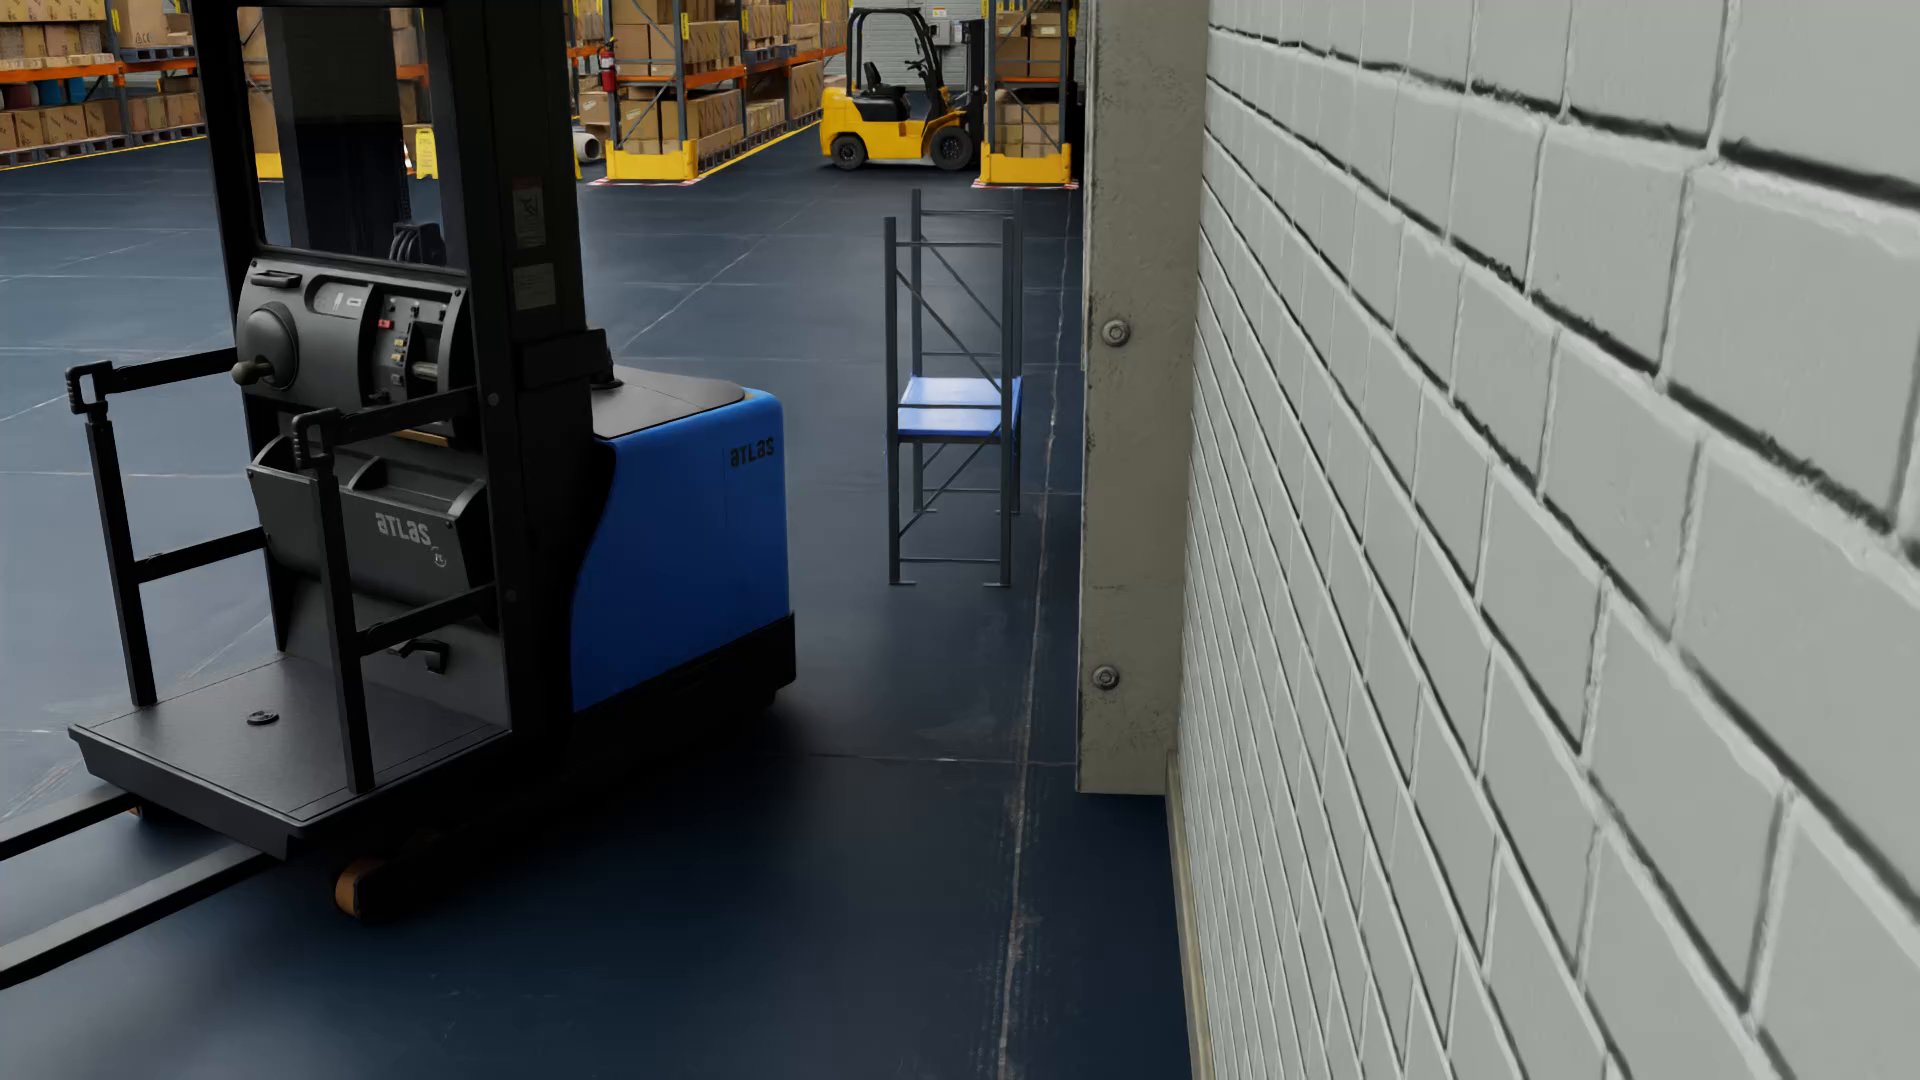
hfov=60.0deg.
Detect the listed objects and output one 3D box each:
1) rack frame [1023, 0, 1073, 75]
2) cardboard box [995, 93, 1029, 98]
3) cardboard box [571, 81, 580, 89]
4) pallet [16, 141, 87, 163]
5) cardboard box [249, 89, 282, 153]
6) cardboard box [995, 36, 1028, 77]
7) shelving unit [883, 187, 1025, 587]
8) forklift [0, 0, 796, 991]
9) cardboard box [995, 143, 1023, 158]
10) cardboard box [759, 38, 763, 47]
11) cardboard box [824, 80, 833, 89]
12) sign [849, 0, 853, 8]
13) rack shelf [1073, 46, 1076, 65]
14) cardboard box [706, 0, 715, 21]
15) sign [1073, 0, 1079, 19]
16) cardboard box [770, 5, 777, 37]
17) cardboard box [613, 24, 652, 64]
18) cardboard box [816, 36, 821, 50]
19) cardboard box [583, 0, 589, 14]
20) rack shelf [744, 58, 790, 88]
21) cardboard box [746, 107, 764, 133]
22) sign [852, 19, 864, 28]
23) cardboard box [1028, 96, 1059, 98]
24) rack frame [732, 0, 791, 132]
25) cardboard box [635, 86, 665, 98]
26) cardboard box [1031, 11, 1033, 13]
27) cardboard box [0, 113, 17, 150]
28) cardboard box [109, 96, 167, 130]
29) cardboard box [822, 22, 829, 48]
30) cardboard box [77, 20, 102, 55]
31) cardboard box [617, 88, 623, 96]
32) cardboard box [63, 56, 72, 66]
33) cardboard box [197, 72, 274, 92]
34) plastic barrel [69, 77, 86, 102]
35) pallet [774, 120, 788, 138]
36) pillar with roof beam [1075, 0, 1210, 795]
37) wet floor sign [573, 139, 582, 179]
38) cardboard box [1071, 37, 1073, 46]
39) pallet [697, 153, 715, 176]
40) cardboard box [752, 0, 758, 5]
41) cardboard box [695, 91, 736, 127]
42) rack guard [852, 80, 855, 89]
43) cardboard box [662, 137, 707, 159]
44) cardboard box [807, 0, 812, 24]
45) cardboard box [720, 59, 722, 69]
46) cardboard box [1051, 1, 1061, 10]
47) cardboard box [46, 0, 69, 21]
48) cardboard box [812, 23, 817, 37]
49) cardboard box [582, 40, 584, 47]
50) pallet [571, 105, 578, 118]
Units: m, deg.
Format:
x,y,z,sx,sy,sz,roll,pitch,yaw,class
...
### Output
x,y,z,sx,sy,sz,roll,pitch,yaw,class
1.722,-9.835,32.622,1.000,3.000,0.127,1,18,4,rack frame
0.730,-6.262,23.853,0.500,0.250,0.500,2,18,6,cardboard box
-7.942,-9.254,33.796,0.380,0.149,0.250,2,18,6,cardboard box
-13.784,-5.767,24.685,1.003,0.211,1.213,1,18,4,pallet
-9.051,-5.699,22.737,0.875,0.875,0.875,1,18,4,cardboard box
0.636,-6.315,21.717,0.500,0.500,0.500,1,18,3,cardboard box
-0.006,-0.686,7.109,0.538,1.500,1.048,1,18,4,shelving unit
-1.807,-0.560,4.424,1.130,2.935,3.031,12,22,32,forklift
0.581,-5.154,22.077,0.500,0.250,0.500,1,18,4,cardboard box
-3.397,-8.028,26.835,0.380,0.149,0.250,1,18,4,cardboard box
-3.077,-9.120,33.878,0.875,0.438,0.875,1,18,3,cardboard box
-2.402,-11.834,36.481,0.100,0.325,0.005,1,18,4,sign
1.866,-10.115,34.630,1.077,0.370,4.000,1,18,4,rack shelf
-4.050,-7.993,24.754,0.700,0.500,0.500,1,18,3,cardboard box
1.990,-9.132,28.616,0.100,0.325,0.005,1,18,4,sign
-3.332,-8.626,27.619,0.500,0.500,0.500,0,18,0,cardboard box
-4.325,-6.582,22.054,0.500,0.500,0.500,1,18,3,cardboard box
-3.009,-9.729,32.538,0.500,0.250,0.500,1,18,3,cardboard box
-7.876,-10.984,33.884,0.500,0.500,0.500,1,18,2,cardboard box
-3.659,-7.740,27.382,1.077,0.370,4.000,1,18,4,rack shelf
-3.719,-6.798,26.897,0.950,0.372,0.625,2,18,7,cardboard box
-2.605,-13.088,42.113,0.327,0.218,0.001,1,18,4,sign
1.208,-6.091,23.330,0.500,0.250,0.500,1,18,3,cardboard box
-3.516,-8.703,29.165,1.000,3.000,0.127,1,18,4,rack frame
-4.311,-6.224,23.095,0.380,0.149,0.250,2,18,5,cardboard box
0.817,-7.276,23.130,0.380,0.149,0.250,1,18,4,cardboard box
-13.903,-5.831,23.741,0.500,0.500,0.500,6,19,18,cardboard box
-13.568,-7.041,27.401,0.700,0.500,0.500,1,18,4,cardboard box
-2.934,-10.132,33.368,0.500,0.500,0.500,2,18,6,cardboard box
-13.781,-7.732,25.565,0.875,0.500,0.500,1,18,4,cardboard box
-7.634,-9.861,36.604,0.380,0.149,0.250,2,18,6,cardboard box
-13.570,-7.180,24.923,0.380,0.149,0.250,1,18,4,cardboard box
-13.330,-8.328,30.758,1.225,0.875,0.875,0,18,1,cardboard box
-18.109,-9.311,33.716,0.600,0.901,0.708,1,18,4,plastic barrel
-3.573,-7.135,28.859,1.003,0.211,1.213,1,18,4,pallet
-3.773,-3.661,4.144,9.100,9.000,0.400,1,18,4,pillar with roof beam
-5.170,-5.064,21.842,0.267,0.644,0.232,8,20,23,wet floor sign
1.535,-7.984,26.410,0.500,0.250,0.500,1,18,3,cardboard box
-3.990,-5.168,22.856,1.003,0.211,1.213,1,18,4,pallet
-3.441,-8.635,26.604,0.380,0.149,0.250,2,18,7,cardboard box
-3.612,-6.362,24.559,0.500,0.500,0.500,2,18,5,cardboard box
-2.940,-10.007,37.160,1.175,0.500,0.348,1,18,4,rack guard
-3.755,-5.355,22.691,0.500,0.250,0.500,1,18,3,cardboard box
-3.096,-10.005,31.375,0.500,0.500,0.500,2,18,6,cardboard box
-3.639,-6.840,23.884,0.380,0.149,0.250,1,18,3,cardboard box
2.095,-10.718,33.876,0.500,0.500,0.500,1,18,2,cardboard box
-13.516,-7.889,24.438,0.500,0.500,0.500,1,18,4,cardboard box
-3.046,-9.814,31.993,0.500,0.250,0.500,2,18,5,cardboard box
-7.915,-10.151,33.990,0.380,0.149,0.250,0,18,1,cardboard box
-8.228,-8.457,32.894,1.003,0.211,1.213,1,18,4,pallet
